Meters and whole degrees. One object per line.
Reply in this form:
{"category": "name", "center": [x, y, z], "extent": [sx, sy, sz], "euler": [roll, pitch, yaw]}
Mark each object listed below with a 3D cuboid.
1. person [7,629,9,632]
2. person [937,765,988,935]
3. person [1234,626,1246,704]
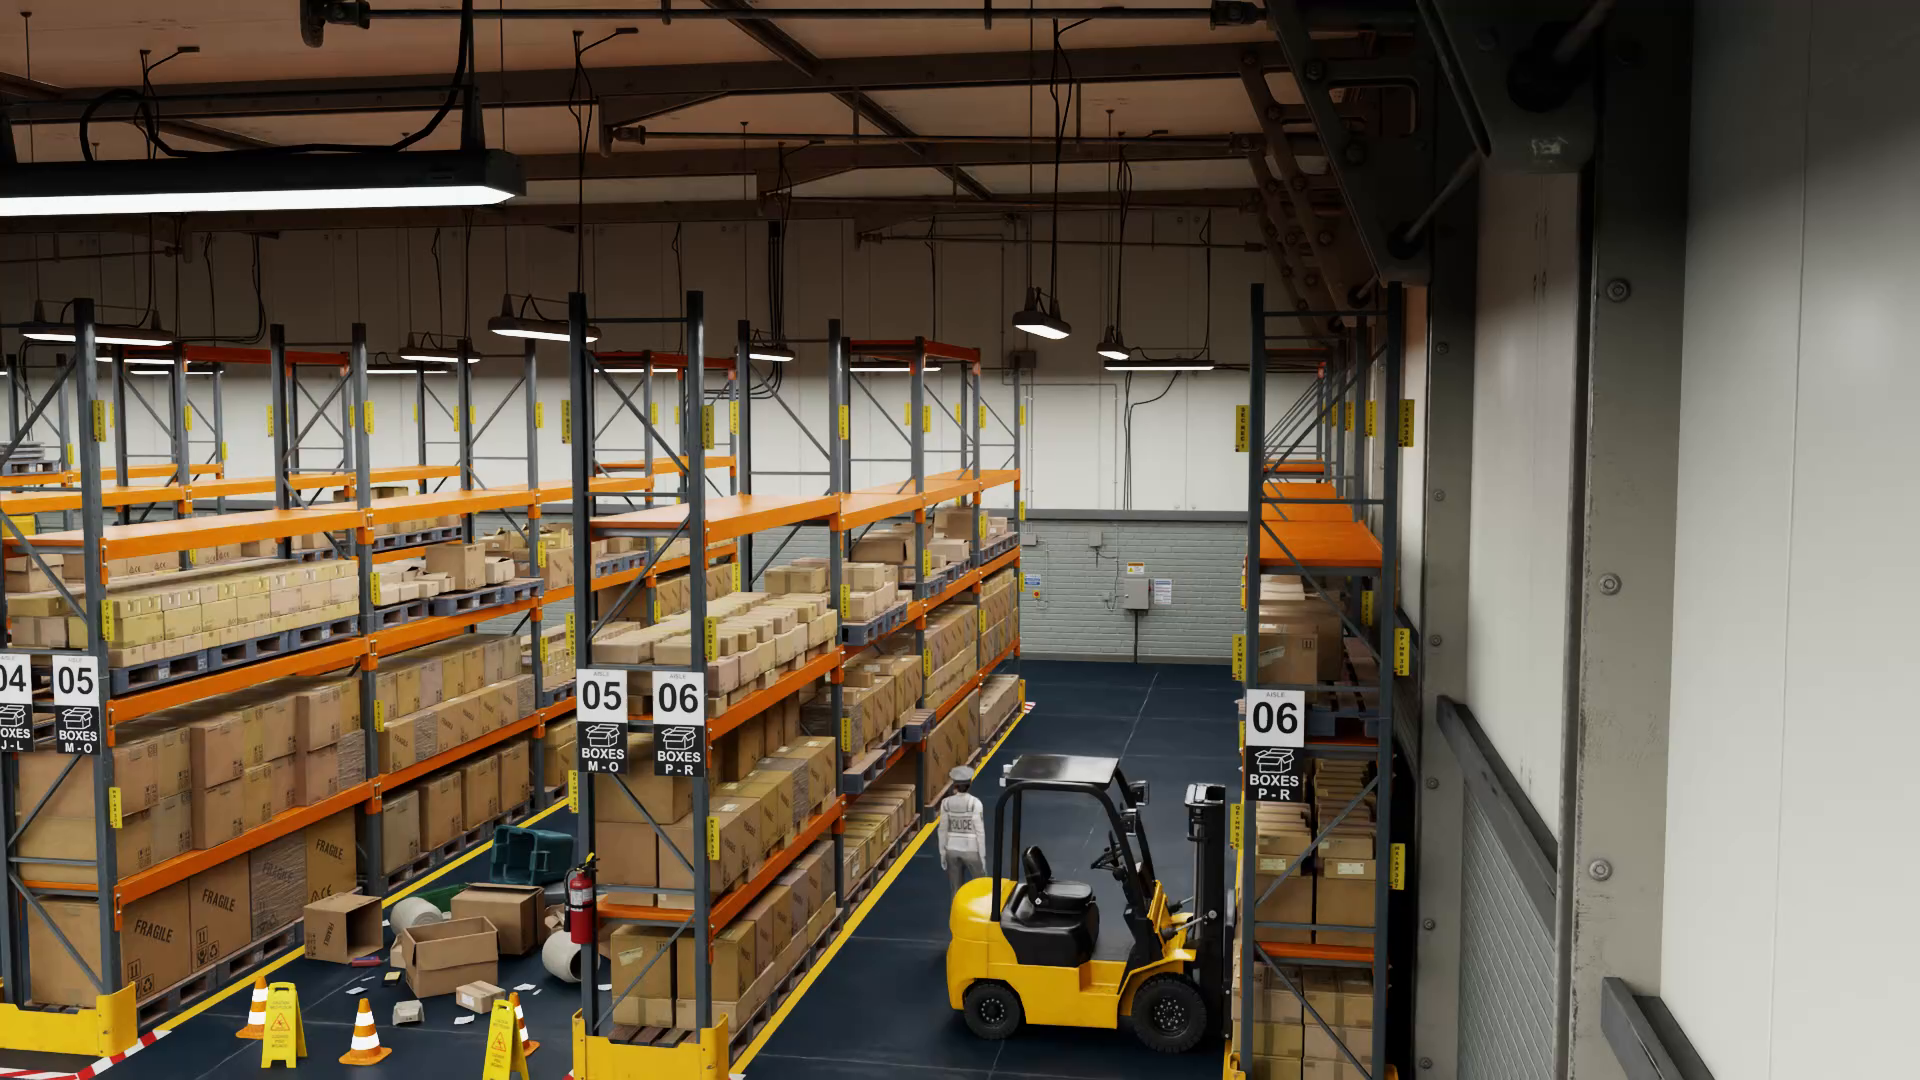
{"category": "person", "center": [-16.370, 1.964, 29.020], "extent": [0.570, 1.718, 0.449], "euler": [-1, 5, -14]}
{"category": "person", "center": [0.020, 3.035, 16.030], "extent": [0.521, 1.671, 0.448], "euler": [2, 5, 22]}
{"category": "person", "center": [5.079, 1.965, 28.691], "extent": [0.664, 1.761, 0.542], "euler": [1, 5, 8]}
